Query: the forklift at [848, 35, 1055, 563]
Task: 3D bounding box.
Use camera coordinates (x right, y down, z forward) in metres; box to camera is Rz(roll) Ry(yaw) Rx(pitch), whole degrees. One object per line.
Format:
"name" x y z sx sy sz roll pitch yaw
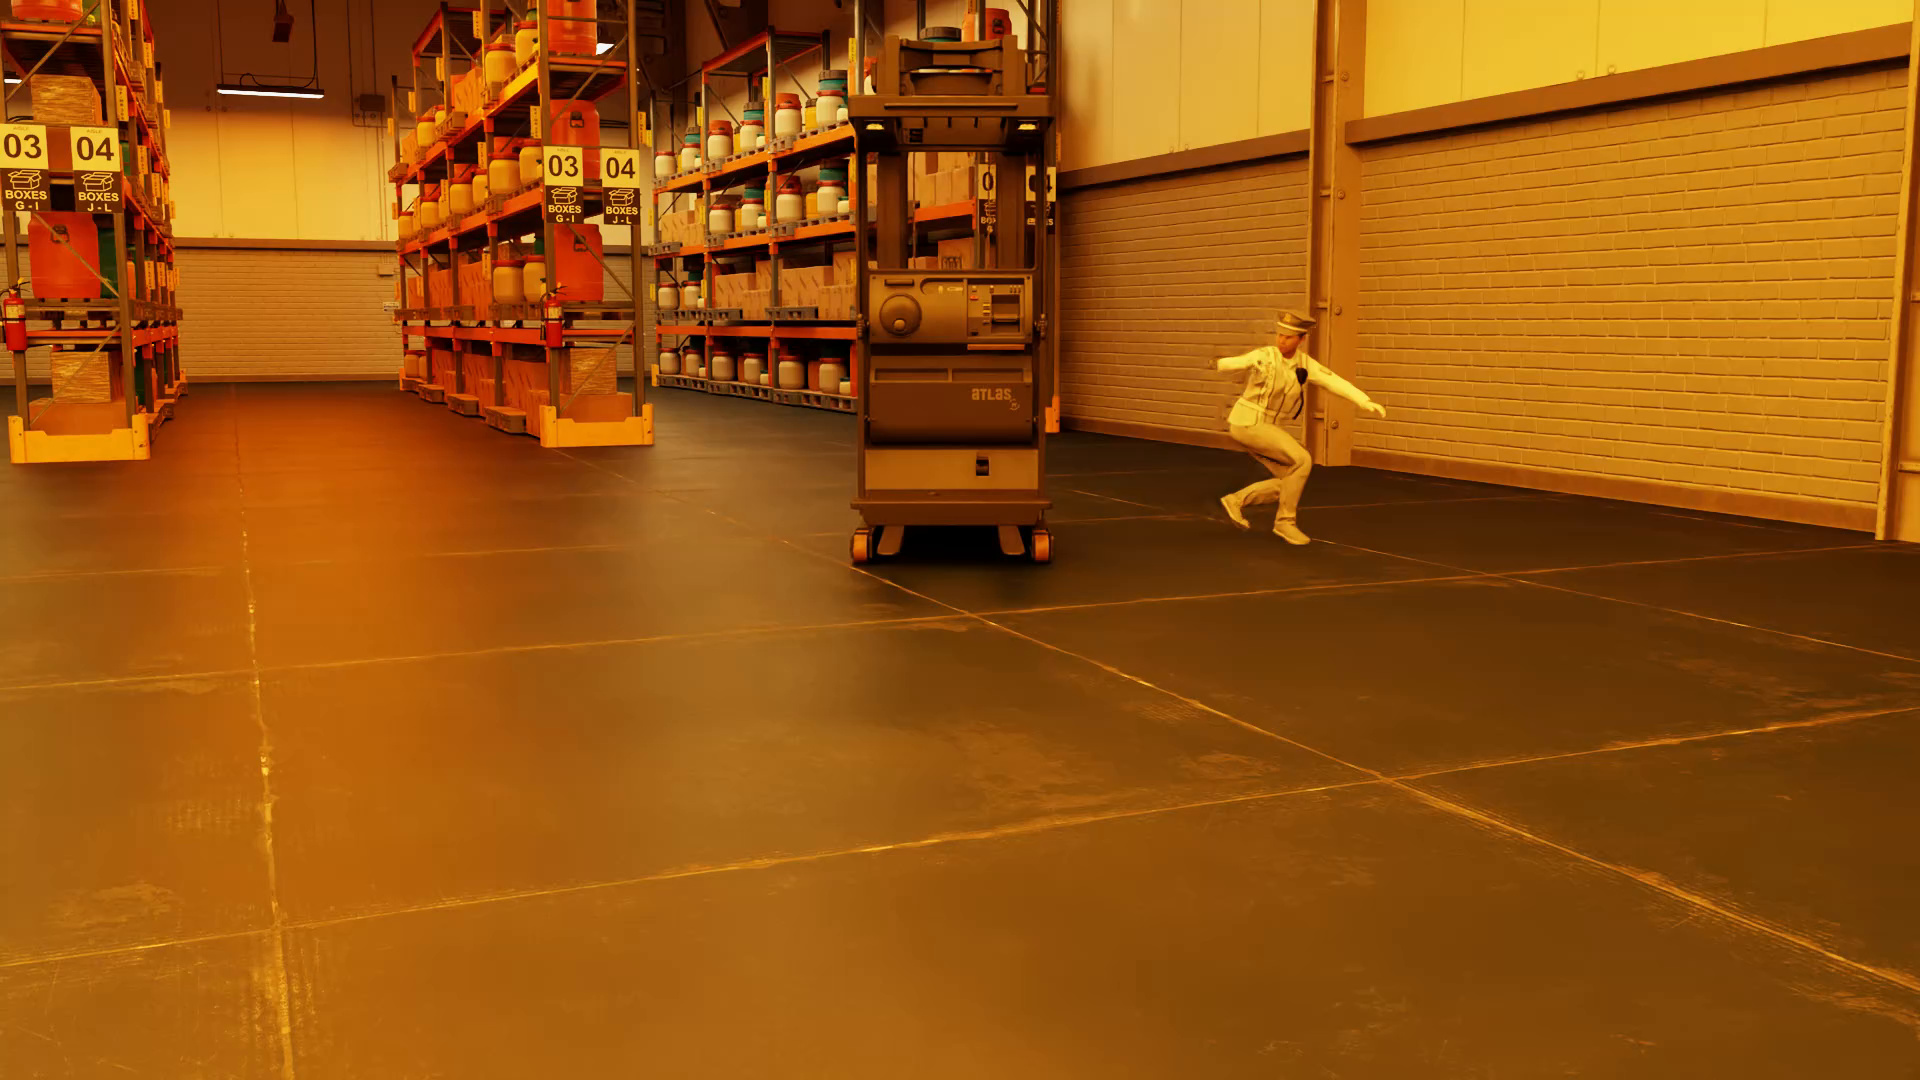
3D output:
"forklift" -0.048 -1.363 9.275 1.130 2.935 3.031 0 8 0

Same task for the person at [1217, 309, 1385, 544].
"person" 1.991 -0.674 9.985 1.011 1.409 0.730 7 10 41
